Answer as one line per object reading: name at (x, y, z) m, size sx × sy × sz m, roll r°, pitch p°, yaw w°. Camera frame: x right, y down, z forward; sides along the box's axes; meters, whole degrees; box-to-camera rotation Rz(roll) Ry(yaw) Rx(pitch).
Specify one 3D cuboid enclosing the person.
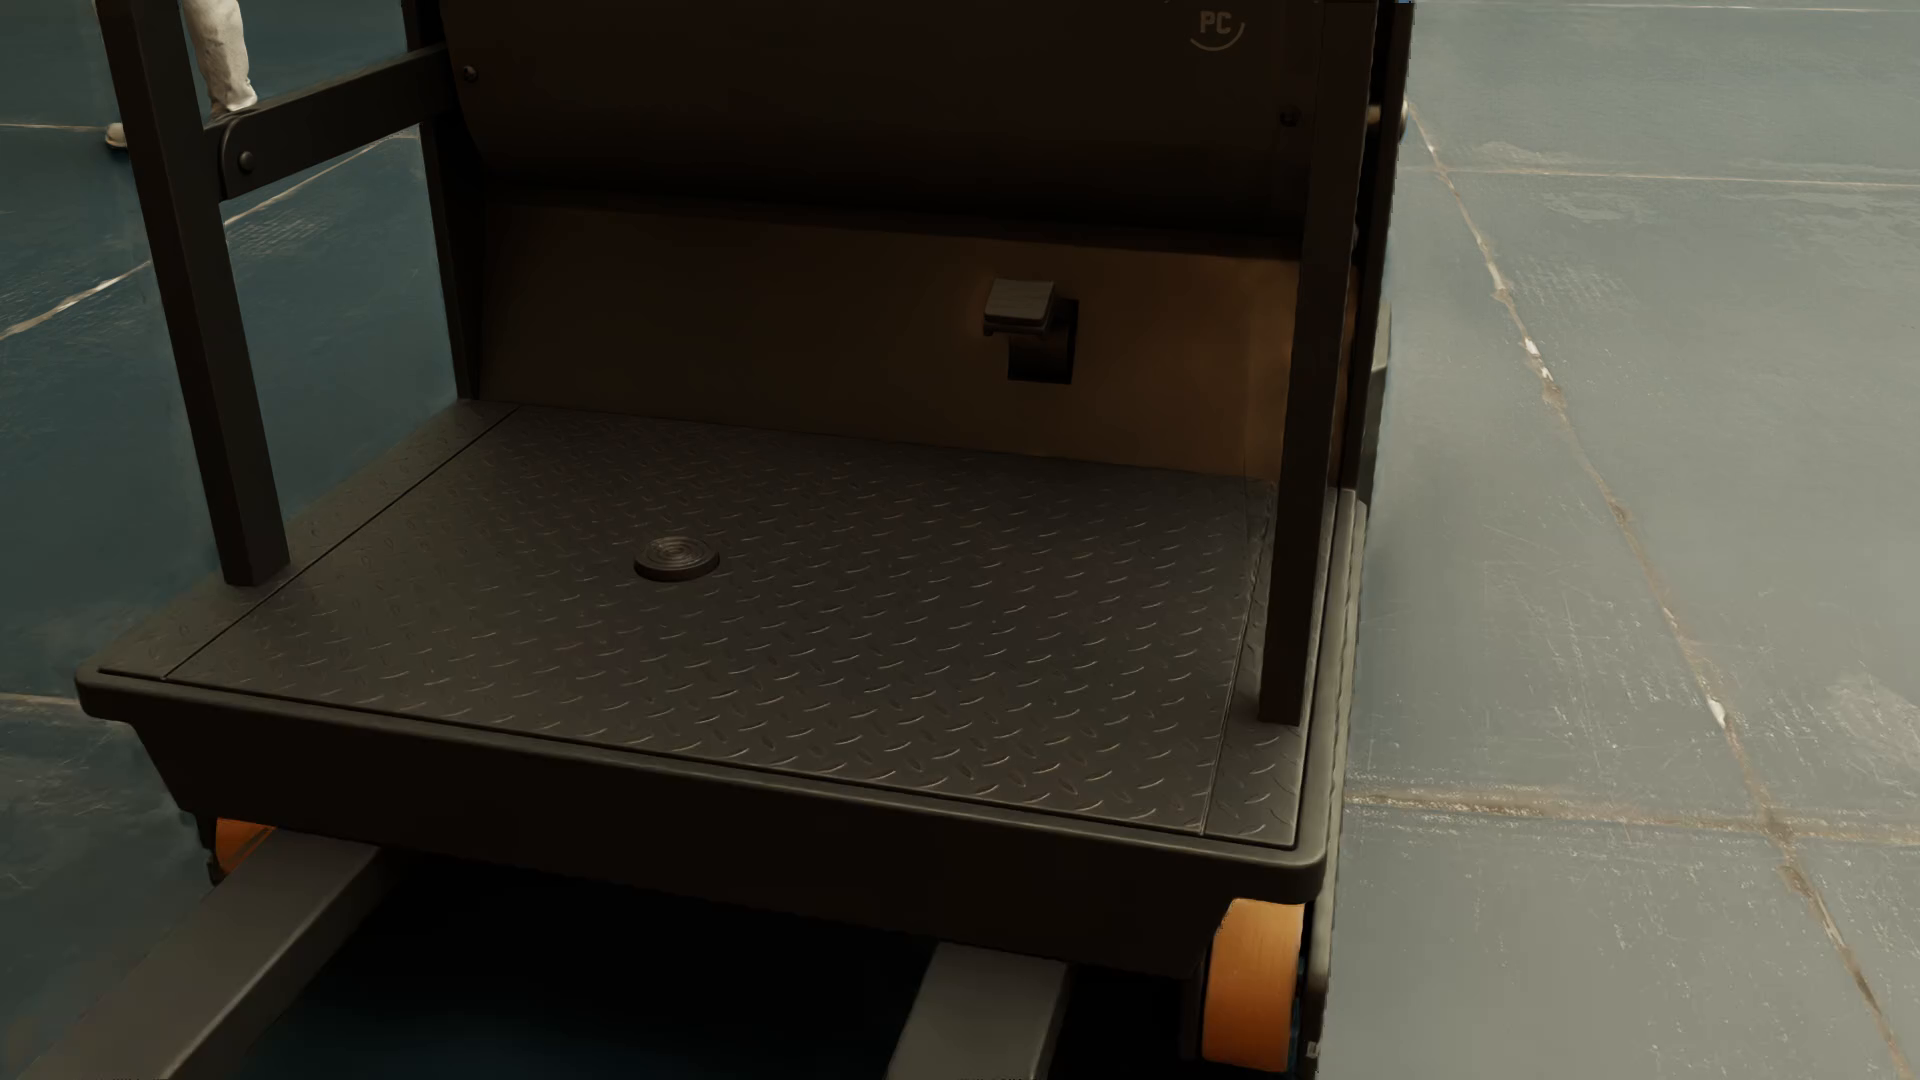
person at (-2.238, -1.907, 4.342) m, size 0.663 × 1.770 × 0.543 m, roll -21°, pitch 33°, yaw -35°

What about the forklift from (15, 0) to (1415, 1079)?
forklift at (-0.143, -1.016, 1.253) m, size 1.130 × 2.935 × 3.031 m, roll 7°, pitch 27°, yaw 13°
